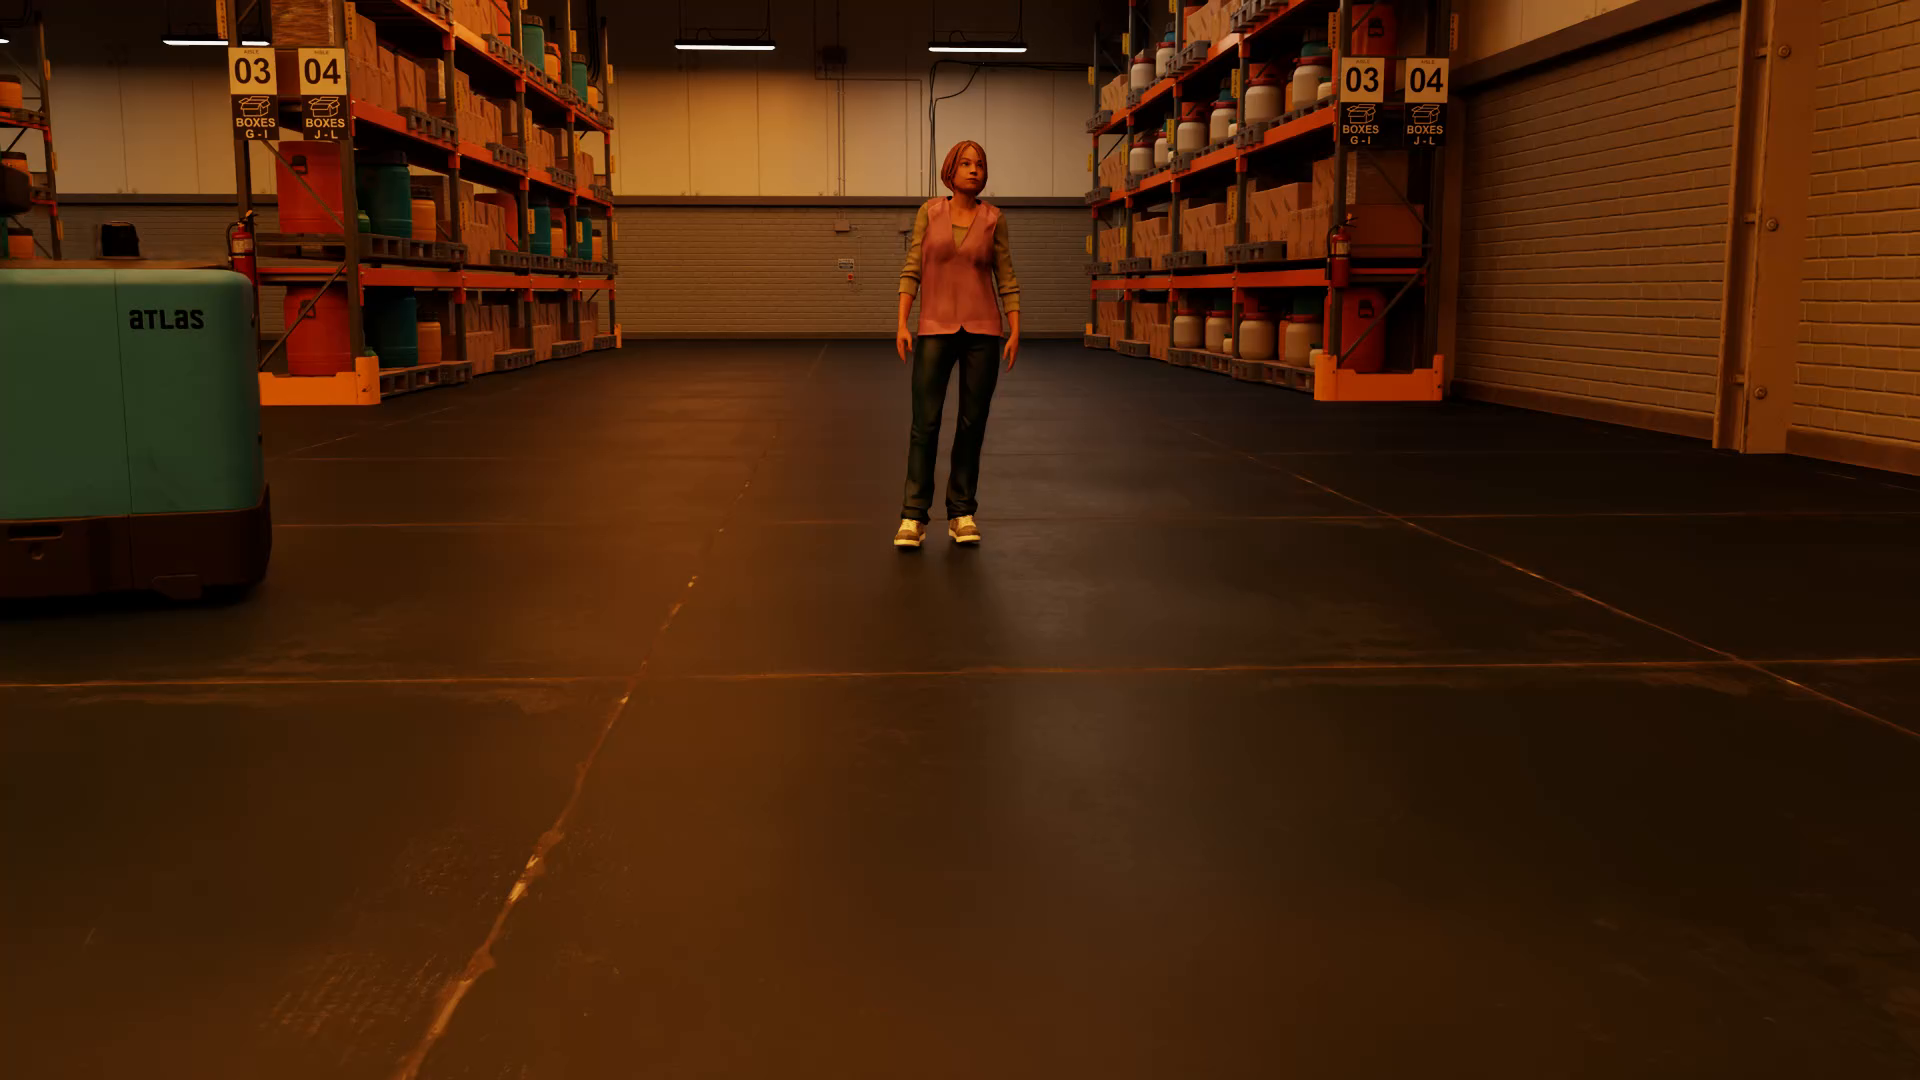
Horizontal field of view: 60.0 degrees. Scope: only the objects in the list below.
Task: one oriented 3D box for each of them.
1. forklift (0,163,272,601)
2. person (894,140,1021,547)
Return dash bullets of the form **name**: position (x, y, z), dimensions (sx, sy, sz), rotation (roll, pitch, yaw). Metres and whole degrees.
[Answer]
- **forklift**: position (-3.856, -1.233, 5.131), dimensions (3.031, 2.935, 1.130), rotation (-3, 9, -21)
- **person**: position (-0.010, -0.786, 6.618), dimensions (0.520, 1.597, 0.476), rotation (-1, 8, -4)
